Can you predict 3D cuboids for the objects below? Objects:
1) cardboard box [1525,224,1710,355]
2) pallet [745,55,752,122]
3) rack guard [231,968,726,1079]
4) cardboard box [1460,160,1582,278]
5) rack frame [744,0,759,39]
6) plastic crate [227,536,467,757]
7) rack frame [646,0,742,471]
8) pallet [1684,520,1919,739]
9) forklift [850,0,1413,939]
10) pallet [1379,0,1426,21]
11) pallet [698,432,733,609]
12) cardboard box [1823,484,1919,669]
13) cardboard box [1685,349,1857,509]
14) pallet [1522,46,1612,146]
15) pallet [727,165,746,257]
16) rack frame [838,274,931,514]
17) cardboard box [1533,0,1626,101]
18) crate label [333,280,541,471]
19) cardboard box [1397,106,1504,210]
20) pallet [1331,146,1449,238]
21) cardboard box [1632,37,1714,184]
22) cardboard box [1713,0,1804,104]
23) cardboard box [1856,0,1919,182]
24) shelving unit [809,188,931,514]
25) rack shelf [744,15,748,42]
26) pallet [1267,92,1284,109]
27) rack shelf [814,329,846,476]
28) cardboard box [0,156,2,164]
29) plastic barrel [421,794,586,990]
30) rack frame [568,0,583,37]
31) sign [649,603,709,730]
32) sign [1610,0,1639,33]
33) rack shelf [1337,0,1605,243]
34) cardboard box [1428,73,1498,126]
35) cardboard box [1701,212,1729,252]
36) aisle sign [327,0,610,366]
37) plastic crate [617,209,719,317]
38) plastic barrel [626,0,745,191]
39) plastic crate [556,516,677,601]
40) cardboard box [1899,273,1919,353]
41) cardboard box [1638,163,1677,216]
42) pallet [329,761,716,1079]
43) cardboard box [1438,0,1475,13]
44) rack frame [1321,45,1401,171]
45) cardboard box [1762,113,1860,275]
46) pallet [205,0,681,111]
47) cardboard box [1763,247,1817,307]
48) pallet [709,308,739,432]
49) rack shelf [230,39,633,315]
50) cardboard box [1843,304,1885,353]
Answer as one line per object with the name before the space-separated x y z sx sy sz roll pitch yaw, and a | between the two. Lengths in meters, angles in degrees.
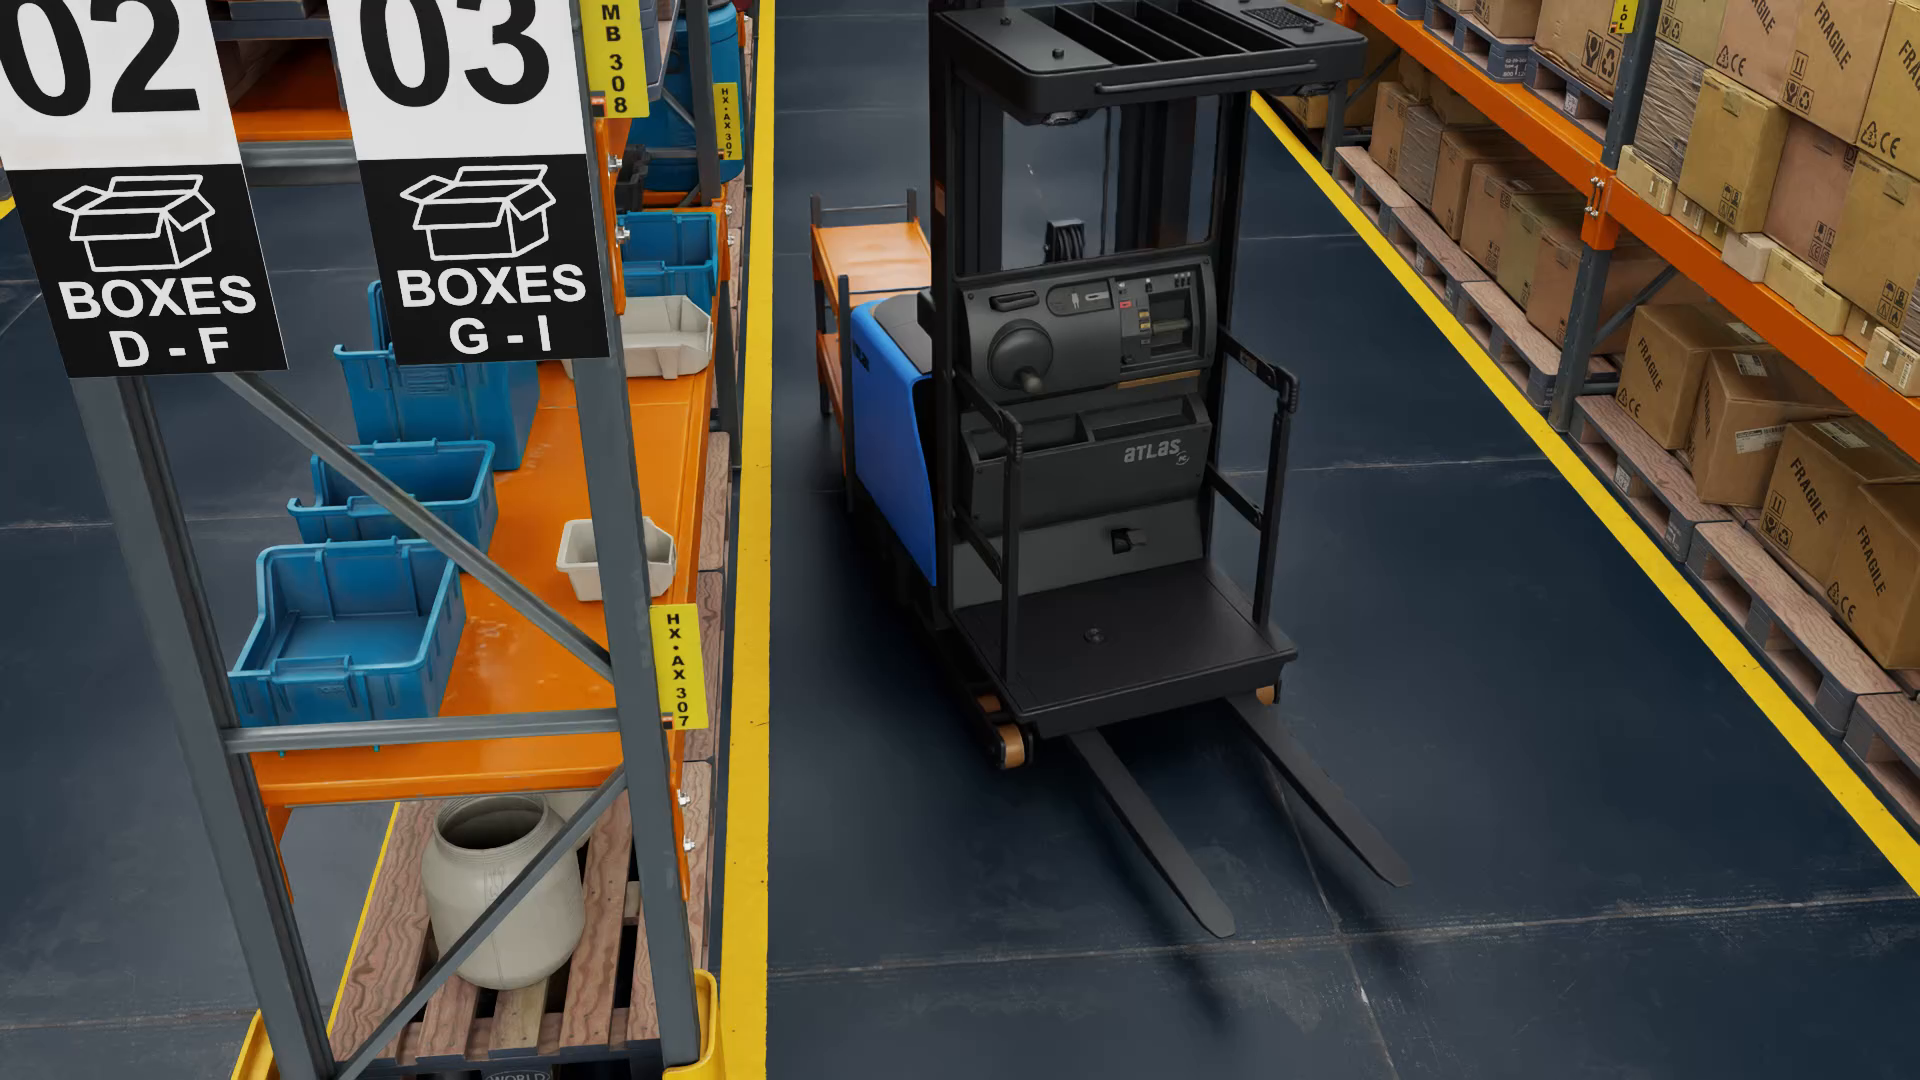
cardboard box | 3.368 -1.290 8.493 0.700 0.500 0.500 -5 31 -8
pallet | -2.127 -3.489 12.886 1.003 0.211 1.213 -3 31 -5
rack guard | -1.208 1.457 4.324 1.175 0.500 0.348 -3 31 -5
cardboard box | 3.289 -1.820 9.380 0.700 0.500 0.500 -5 31 -9
rack frame | -2.275 -5.707 13.879 1.000 3.000 0.127 -3 31 -5
plastic crate | -1.498 0.243 4.064 0.499 0.251 0.616 -3 31 -5
rack frame | -1.527 -1.622 7.041 1.000 3.000 0.127 -3 31 -5
pallet | 3.619 0.303 6.537 1.003 0.211 1.213 -3 31 -5
forklift | 0.534 -0.688 5.544 1.130 2.935 3.031 -11 33 -18
pallet | 3.203 -3.461 10.306 1.213 0.211 1.003 -3 31 -5
pallet | -1.506 -0.080 7.178 1.003 0.211 1.213 -3 31 -5
cardboard box | 3.606 0.132 6.132 0.500 0.500 0.500 0 31 0
cardboard box | 3.463 -0.468 7.137 0.500 0.500 0.500 7 32 11
pallet | 3.477 -2.174 8.152 1.003 0.211 1.213 -3 31 -5
pallet | -1.867 -2.070 10.509 1.003 0.211 1.213 -3 31 -5
rack frame | -0.259 -0.631 7.210 0.500 1.125 0.032 -6 31 -9
cardboard box | 3.469 -2.710 7.867 1.000 1.000 1.000 -3 31 -4
crate label | -1.595 -0.522 5.164 0.502 0.435 0.616 -3 31 -5
cardboard box | 3.177 -2.394 10.341 0.700 0.500 0.500 -5 31 -9
pallet | 3.102 -2.305 10.904 1.003 0.211 1.213 -3 31 -5
cardboard box | 3.384 -1.797 6.946 0.875 0.500 0.500 -3 31 -5
cardboard box | 3.241 -1.962 6.247 0.500 0.500 0.500 -3 31 -5
cardboard box | 3.345 -1.452 5.393 0.500 0.500 0.500 -3 31 -5
shelving unit | -0.355 -0.888 7.639 0.538 1.125 1.048 -6 31 -9
rack shelf | -2.088 -4.377 12.354 1.077 0.370 4.000 -3 31 -5
pallet | 2.921 -3.732 13.292 1.003 0.211 1.213 -3 31 -5
rack shelf | -0.355 -0.678 7.764 0.538 0.278 1.000 -6 31 -9
cardboard box | -6.591 -2.791 11.006 0.500 0.500 0.500 -1 31 -2
plastic barrel | -1.291 0.975 4.708 0.421 0.512 0.421 0 31 0
rack frame | -1.154 -2.155 2.083 1.000 3.000 0.127 -3 31 -5
sign | -0.606 0.277 3.591 0.100 0.325 0.005 -3 31 -5
sign | 2.852 -2.328 7.093 0.100 0.325 0.005 -3 31 -5
rack shelf | 3.217 -2.572 9.332 1.077 0.370 4.000 -3 31 -5
cardboard box | 3.182 -2.728 10.170 0.500 0.250 0.500 1 31 1
cardboard box | 3.219 -1.246 6.655 0.380 0.149 0.250 -3 31 -5
aisle sign | -0.855 -0.673 2.917 0.394 0.787 0.004 -3 31 -5
plastic crate | -1.154 -1.006 6.155 0.499 0.251 0.616 -3 31 -5
plastic barrel | -1.262 -2.049 7.267 0.600 0.901 0.708 -3 31 -5
plastic crate | -0.917 0.061 4.480 0.298 0.136 0.250 -3 31 -5
cardboard box | 3.584 -0.777 5.238 0.875 0.500 0.500 -3 31 -5
cardboard box | 3.135 -1.499 7.080 0.380 0.149 0.250 -3 31 -5
pallet | -1.278 1.166 5.093 1.003 0.211 1.213 -3 31 -5
cardboard box | 2.958 -3.151 9.337 0.500 0.250 0.500 -4 31 -6
rack frame | 3.030 -3.902 10.857 1.000 3.000 0.127 -3 31 -5
cardboard box | 3.543 -1.290 6.097 0.875 0.500 0.500 -3 31 -5
pallet | -1.134 -1.214 3.616 1.003 0.211 1.213 -3 31 -5
cardboard box | 3.266 -0.990 6.228 0.380 0.149 0.250 -3 31 -5
pallet | -1.639 -0.824 8.424 1.003 0.211 1.213 -3 31 -5
rack shelf | -1.341 -1.580 4.746 1.077 0.370 4.000 -3 31 -5
cardboard box | 3.347 -0.737 5.803 0.380 0.149 0.250 -3 31 -5
